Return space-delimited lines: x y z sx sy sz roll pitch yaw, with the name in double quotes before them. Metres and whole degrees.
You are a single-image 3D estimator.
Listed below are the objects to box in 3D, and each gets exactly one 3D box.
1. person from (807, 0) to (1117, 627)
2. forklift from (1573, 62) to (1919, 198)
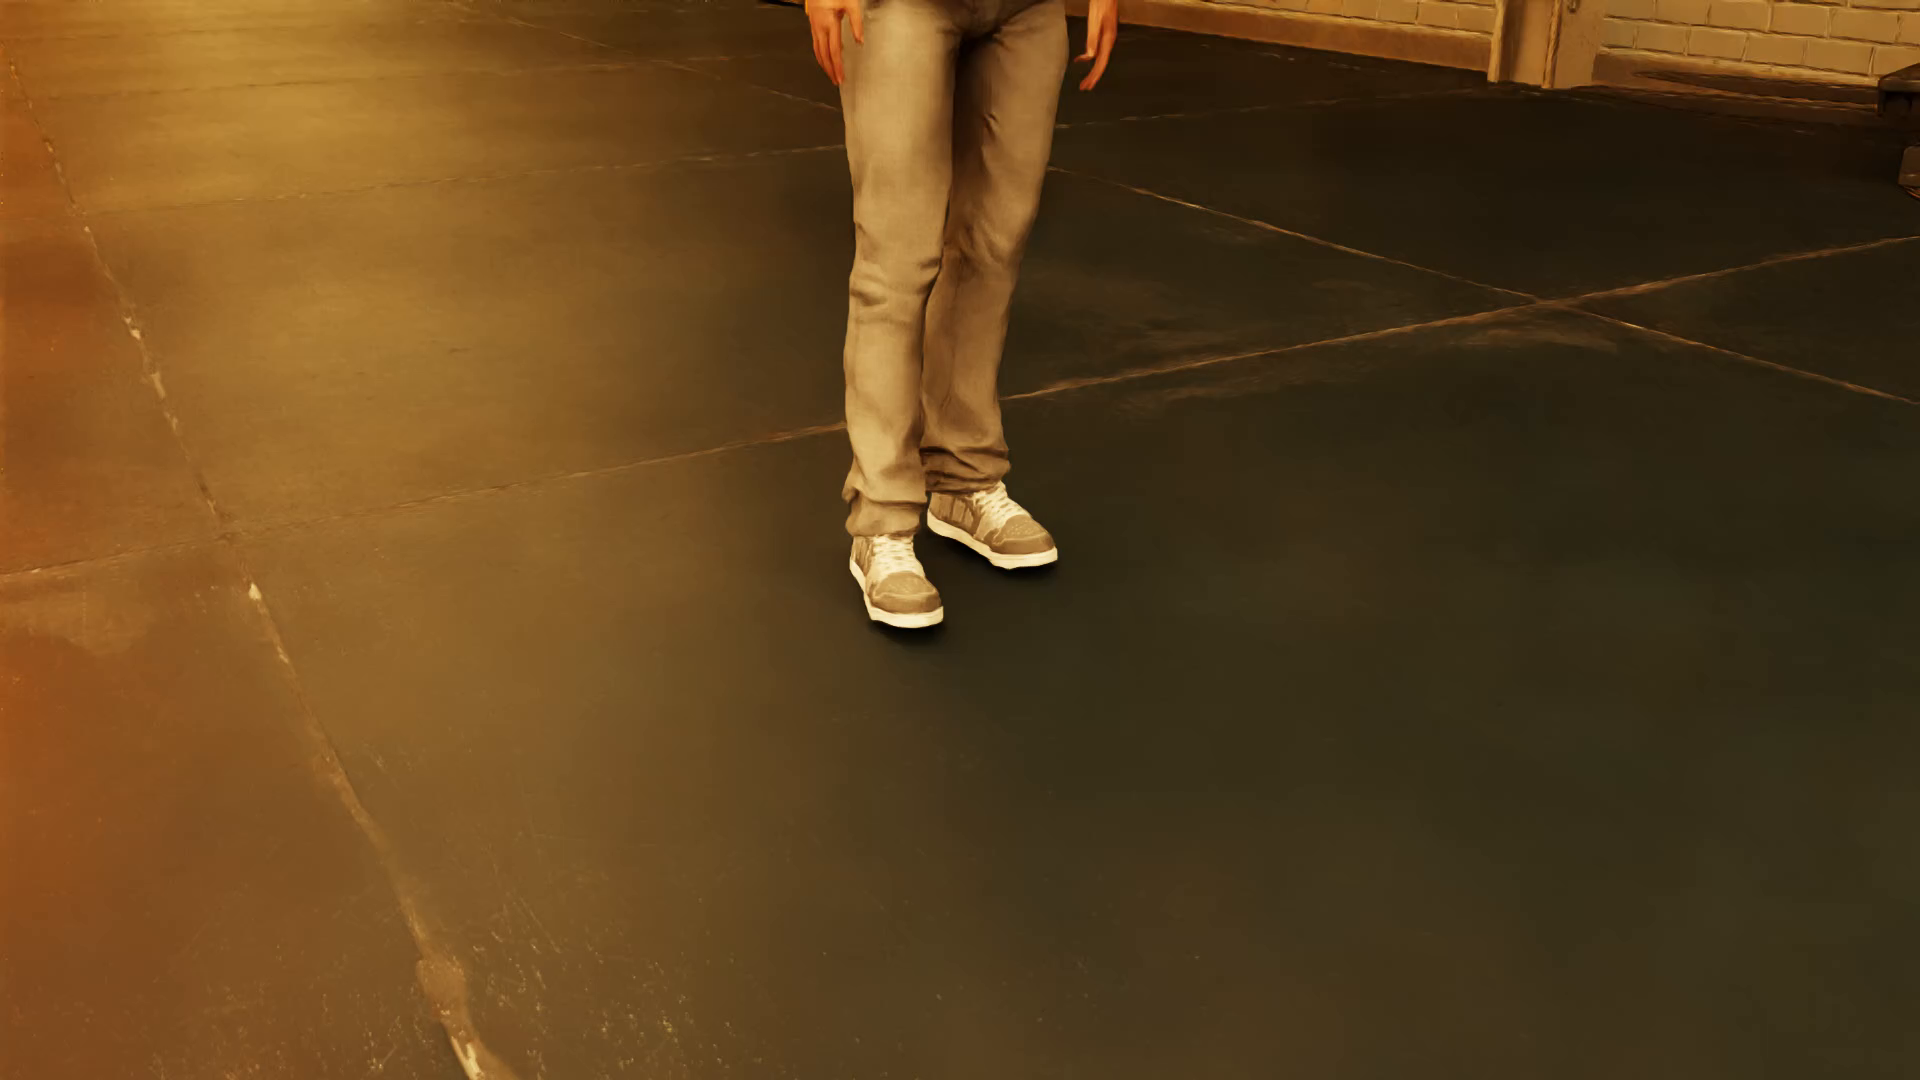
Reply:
"person" 0.025 -0.718 2.263 0.521 1.597 0.474 -12 25 -28
"forklift" 3.606 -2.523 4.923 3.031 2.935 1.130 18 28 36
